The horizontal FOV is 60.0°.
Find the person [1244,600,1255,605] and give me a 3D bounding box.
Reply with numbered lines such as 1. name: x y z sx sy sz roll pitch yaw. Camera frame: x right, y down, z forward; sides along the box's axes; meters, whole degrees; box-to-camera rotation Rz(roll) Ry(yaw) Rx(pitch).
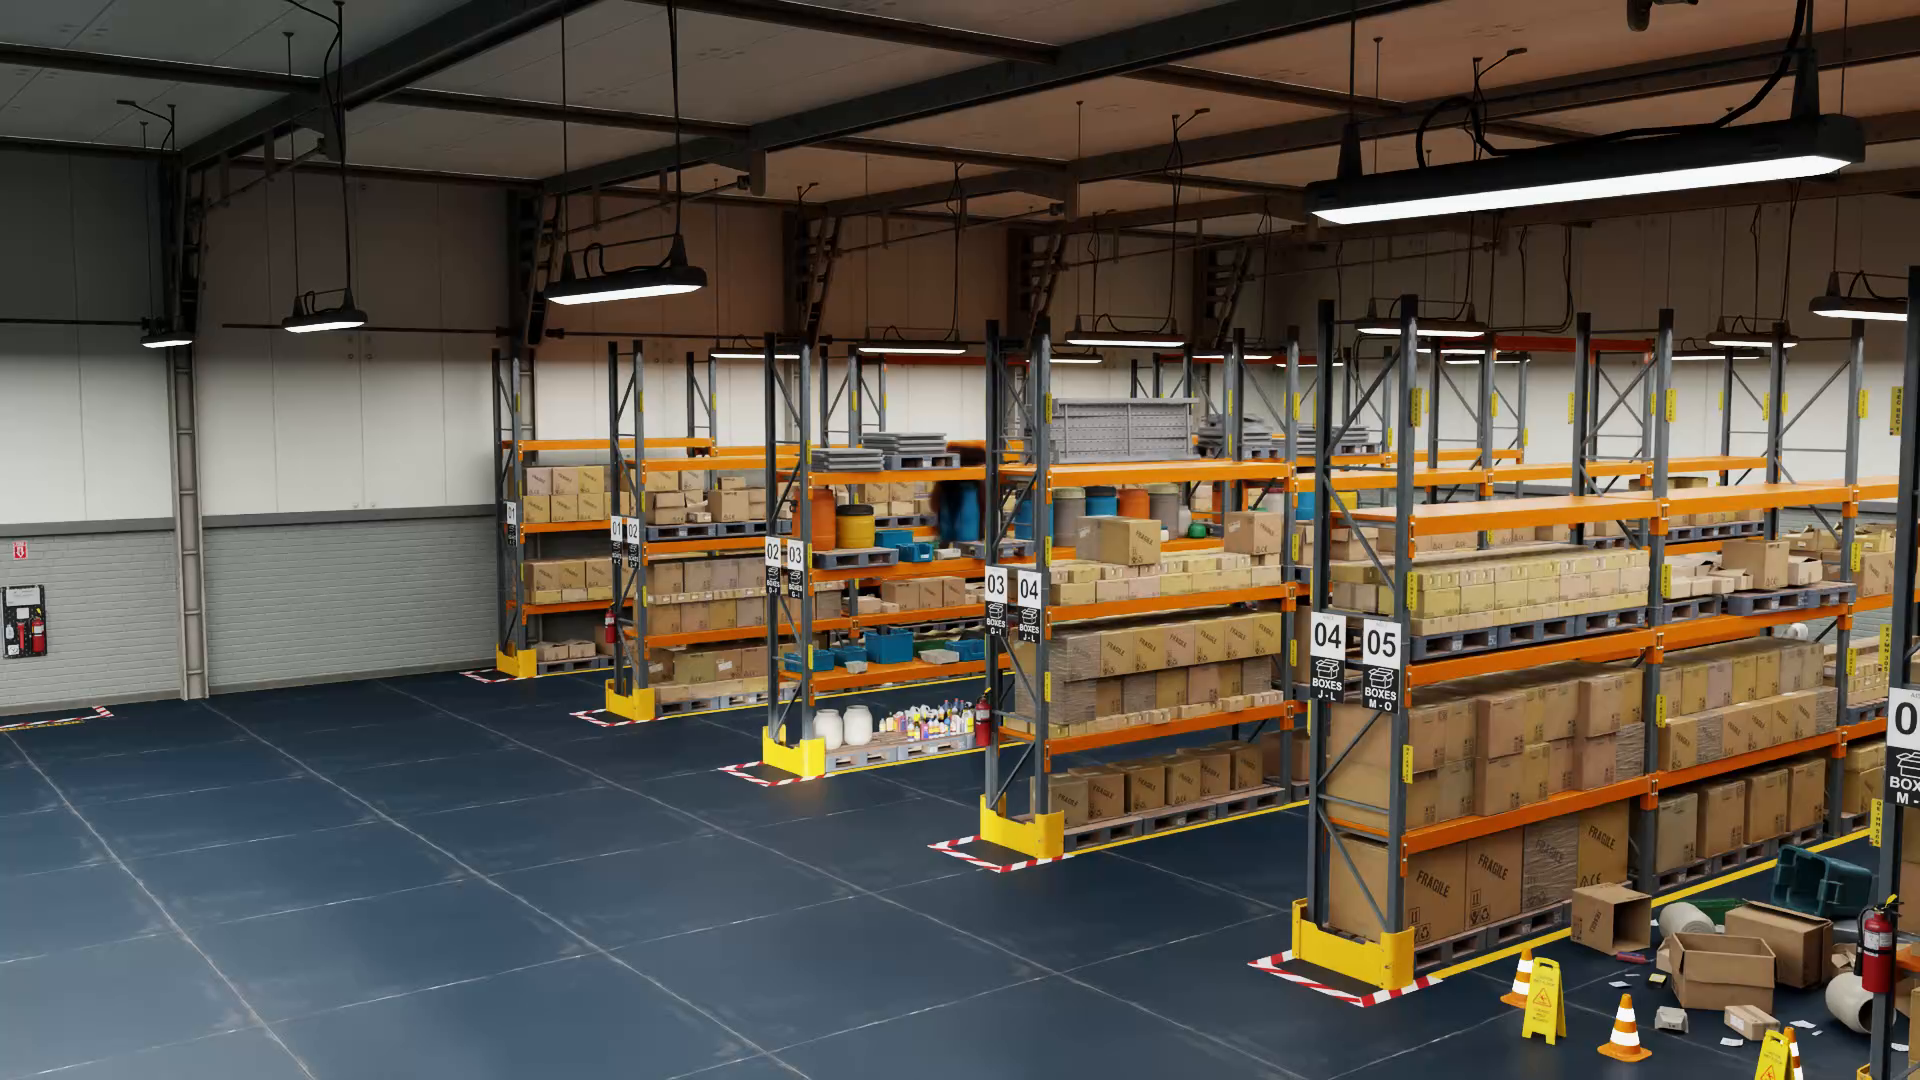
1. person: 6.596 0.987 37.695 0.606 1.777 0.519 -1 5 -14

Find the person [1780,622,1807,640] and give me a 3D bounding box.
1. person: 13.224 1.941 26.464 0.647 1.796 0.393 -4 7 -39

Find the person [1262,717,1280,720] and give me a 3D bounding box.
1. person: 4.898 2.059 26.389 0.482 1.620 0.341 0 5 -4
